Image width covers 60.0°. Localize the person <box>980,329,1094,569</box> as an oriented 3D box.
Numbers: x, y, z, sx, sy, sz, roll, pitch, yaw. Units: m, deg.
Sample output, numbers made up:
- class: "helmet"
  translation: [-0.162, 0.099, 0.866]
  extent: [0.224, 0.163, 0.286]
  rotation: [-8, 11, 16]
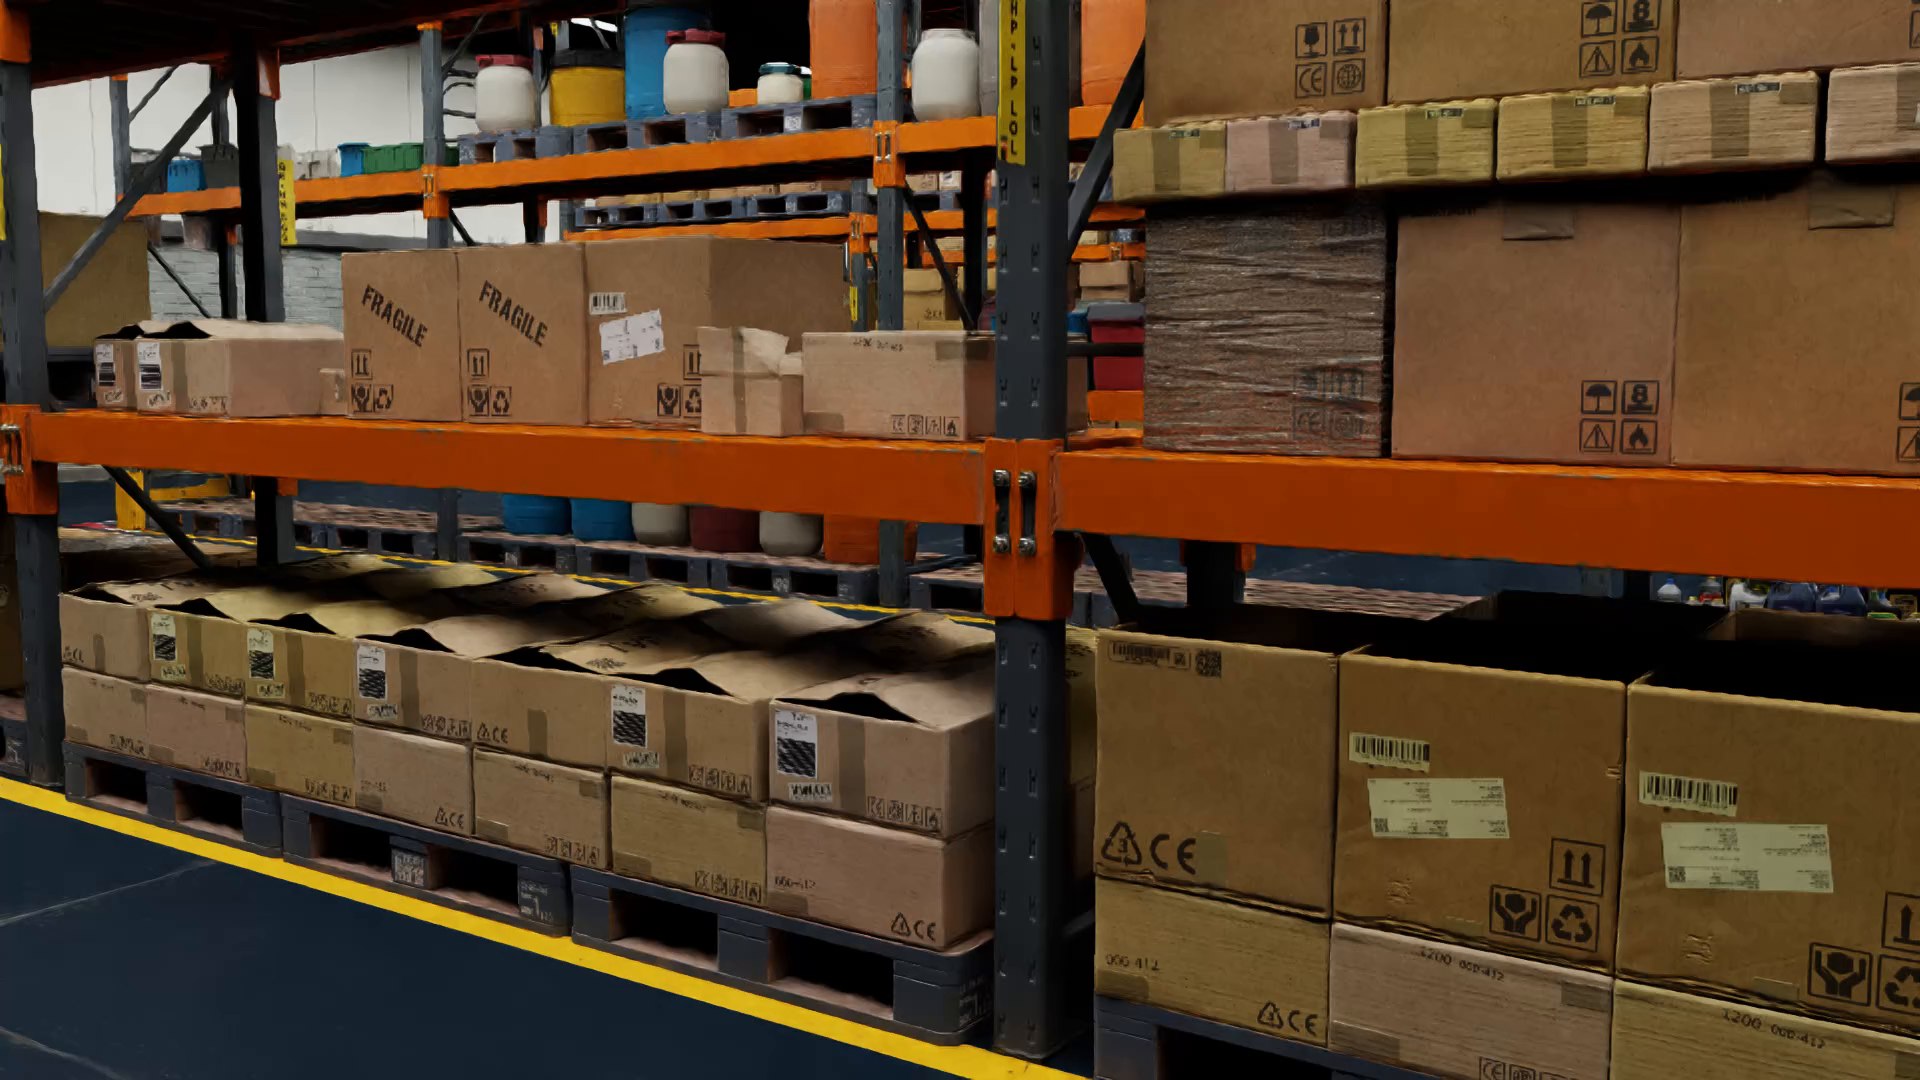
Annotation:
- class: "person"
  translation: [0.369, -0.027, 6.210]
  extent: [0.749, 1.651, 0.484]
  rotation: [5, 8, 38]
